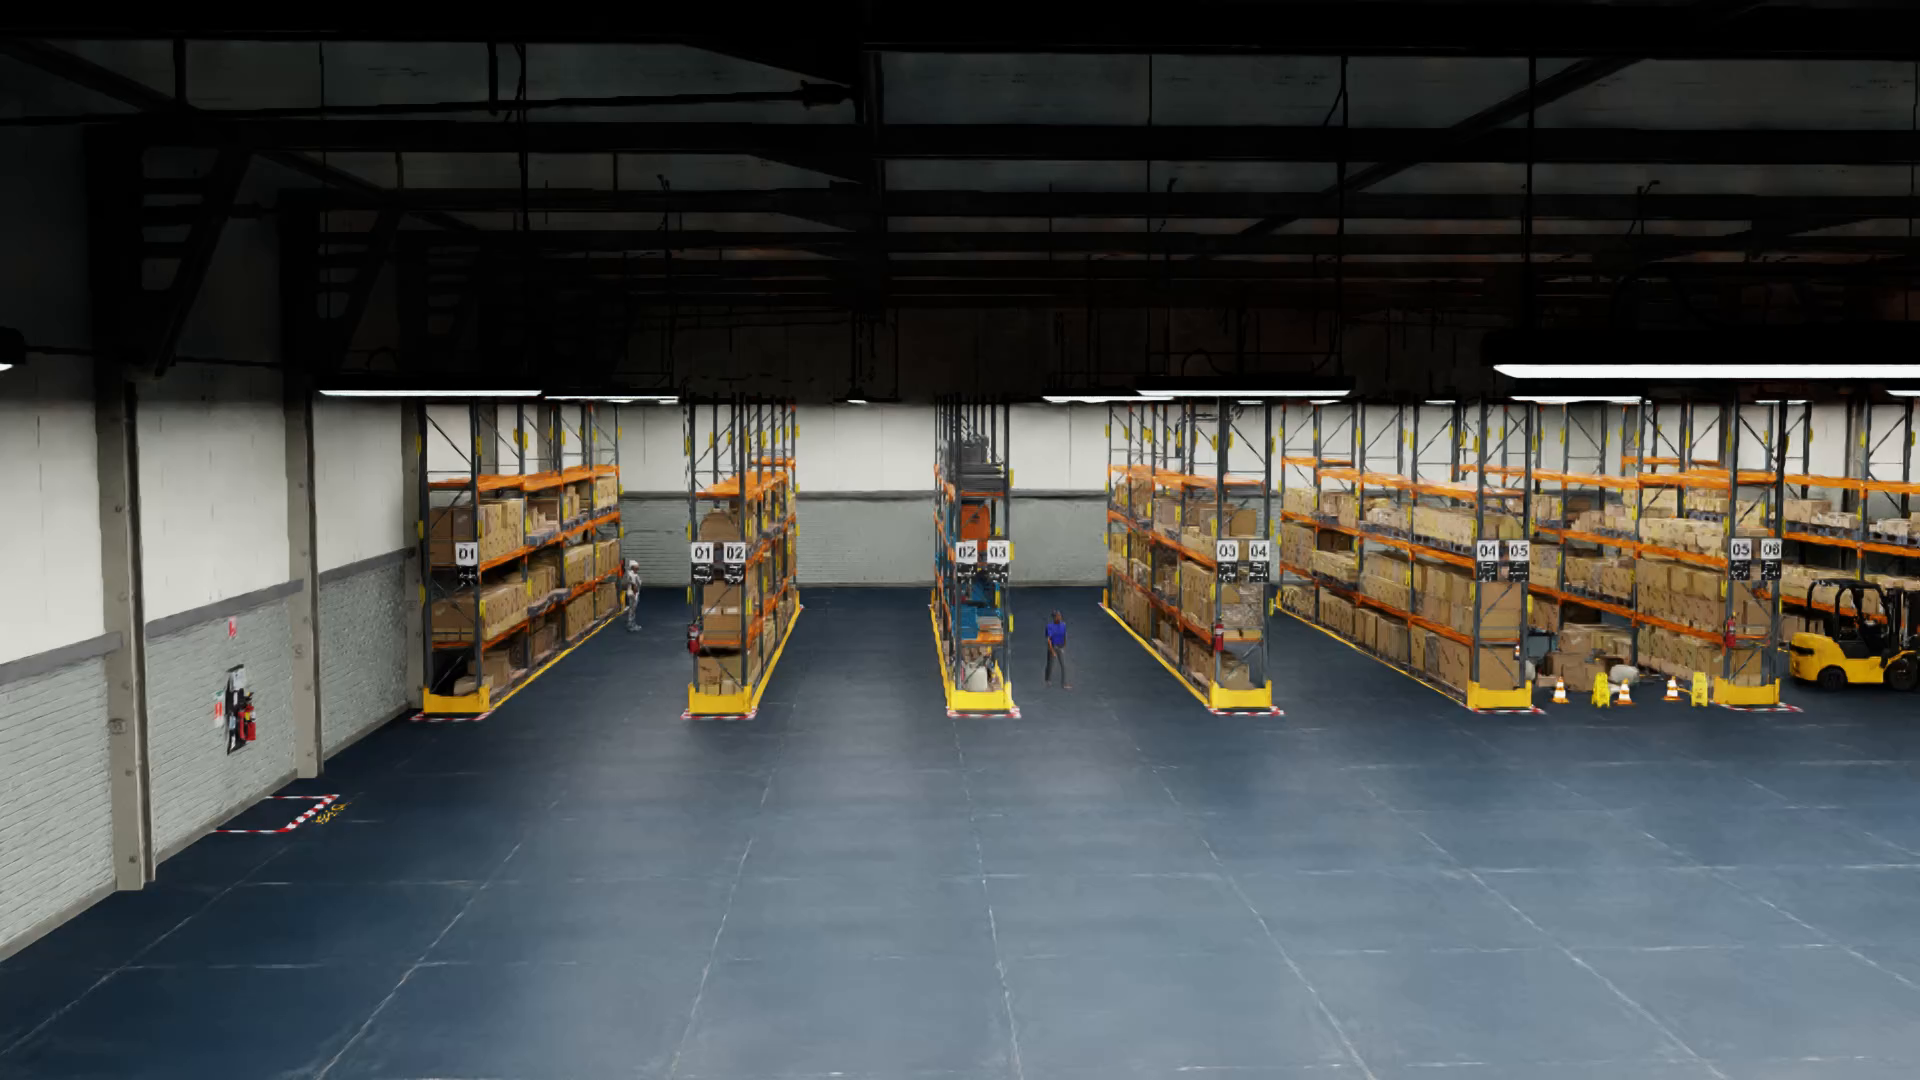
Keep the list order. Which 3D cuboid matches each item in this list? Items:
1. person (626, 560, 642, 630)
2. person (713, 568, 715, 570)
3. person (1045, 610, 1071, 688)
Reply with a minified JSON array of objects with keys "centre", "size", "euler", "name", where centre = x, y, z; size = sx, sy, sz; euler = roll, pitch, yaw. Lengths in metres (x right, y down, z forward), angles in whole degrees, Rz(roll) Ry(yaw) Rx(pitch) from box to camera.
[{"centre":[-8.338,1.403,42.589],"size":[0.410,1.778,0.654],"euler":[-1,5,-18],"name":"person"},{"centre":[-6.826,1.244,46.137],"size":[0.543,1.551,1.115],"euler":[0,5,0],"name":"person"},{"centre":[1.955,2.205,33.837],"size":[0.443,1.587,0.997],"euler":[-1,5,-11],"name":"person"}]
